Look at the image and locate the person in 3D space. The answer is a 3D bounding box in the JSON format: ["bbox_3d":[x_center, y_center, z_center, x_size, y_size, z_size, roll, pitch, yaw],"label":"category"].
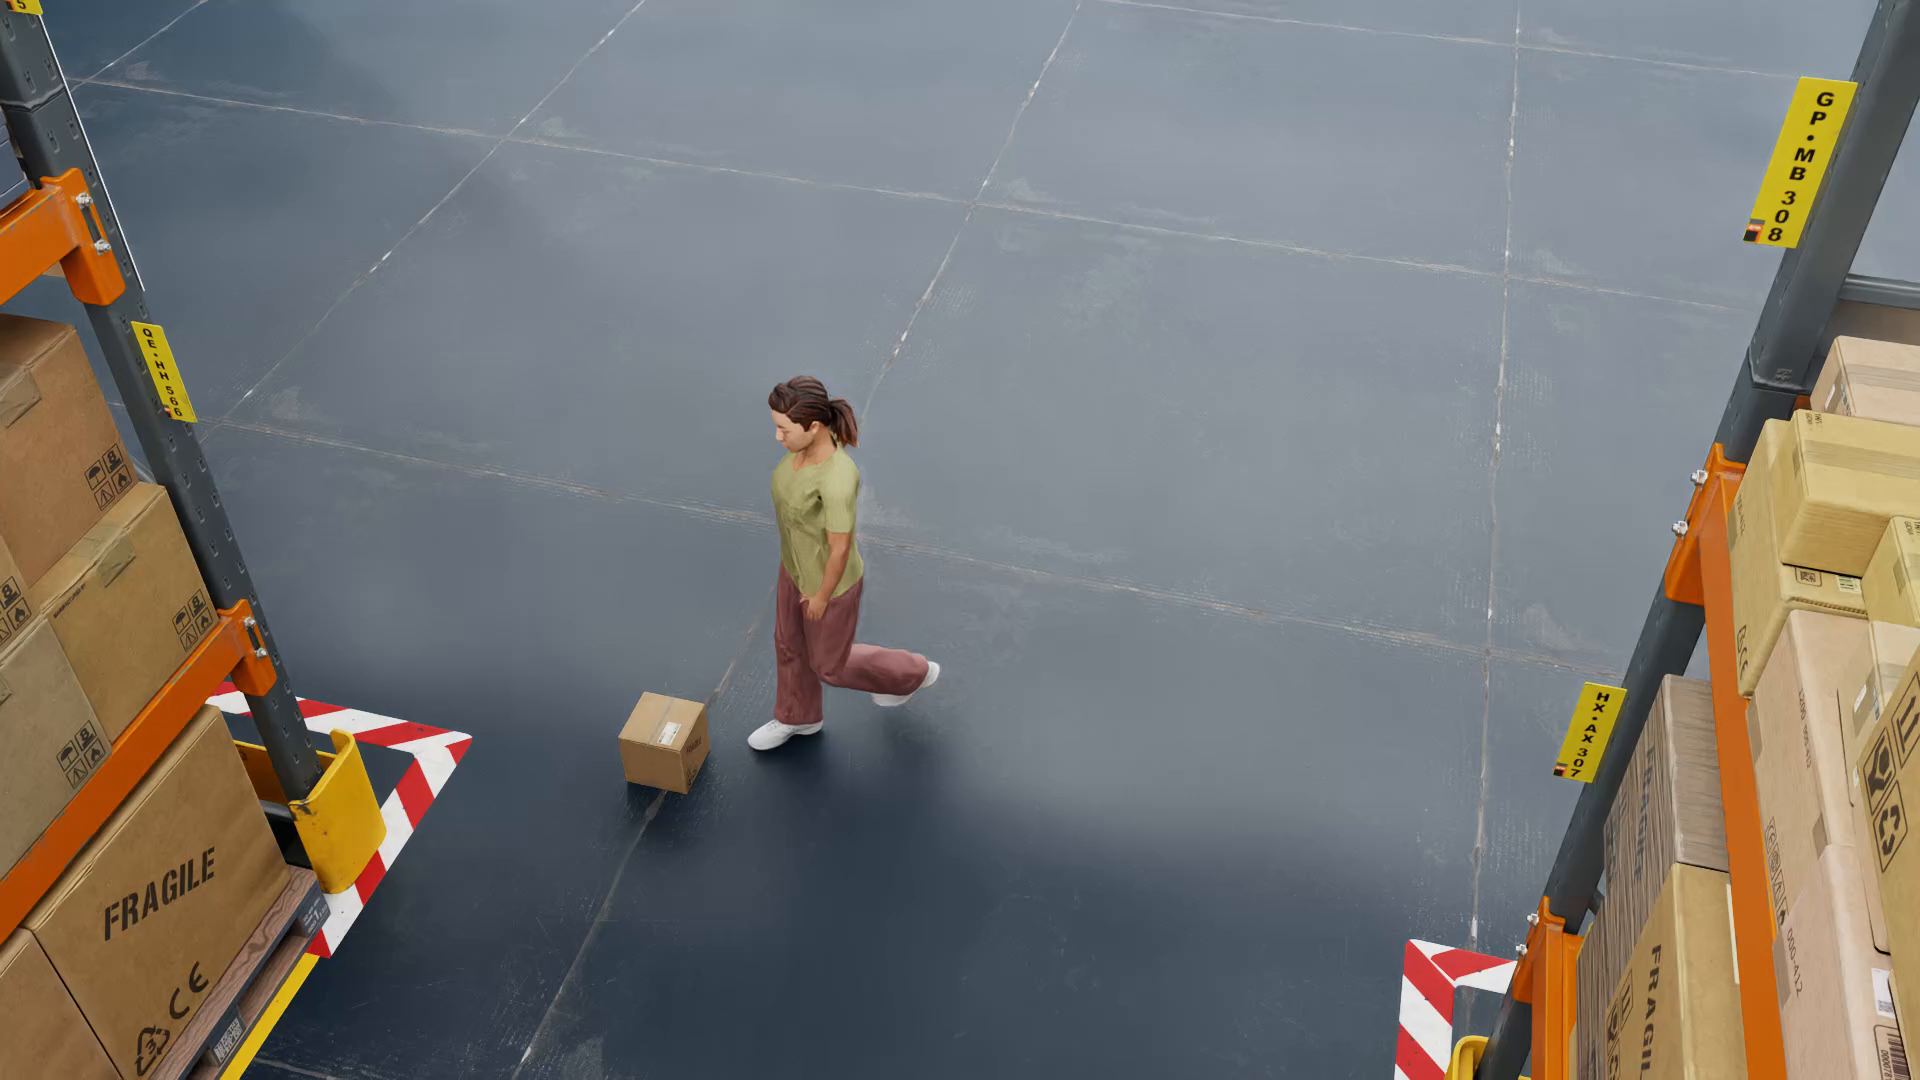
[{"bbox_3d":[-0.469,0.097,6.038,0.754,1.664,0.467,-19,44,-20],"label":"person"}]
